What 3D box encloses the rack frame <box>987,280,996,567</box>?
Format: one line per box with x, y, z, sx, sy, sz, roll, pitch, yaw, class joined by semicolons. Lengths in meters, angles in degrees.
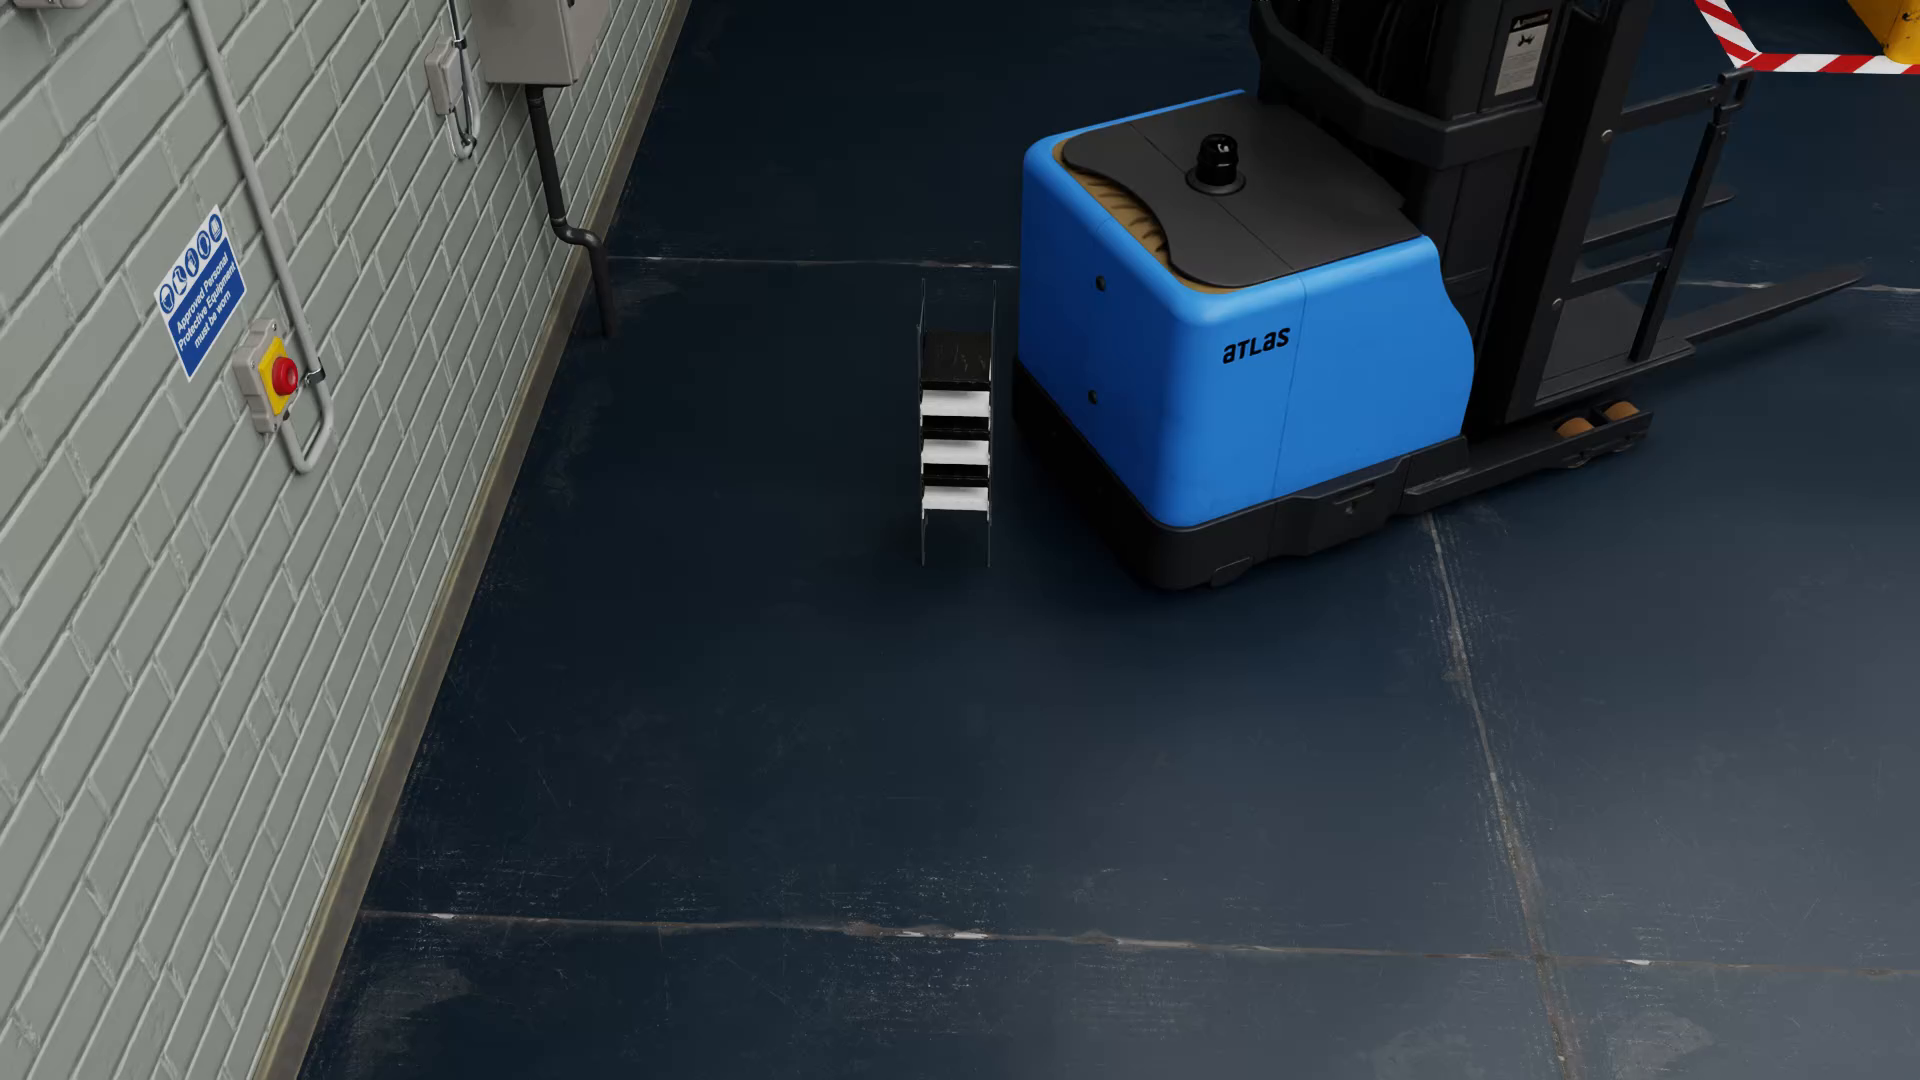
0.093;-0.326;4.940;0.006;0.900;0.240;2;43;2;rack frame

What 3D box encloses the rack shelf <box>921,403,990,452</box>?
-0.008;-0.371;4.905;0.200;0.077;0.258;2;43;2;rack shelf

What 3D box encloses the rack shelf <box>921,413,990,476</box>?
-0.008;-0.305;4.966;0.200;0.077;0.258;2;43;2;rack shelf

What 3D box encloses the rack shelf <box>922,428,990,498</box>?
-0.008;-0.239;5.028;0.200;0.077;0.258;2;43;2;rack shelf

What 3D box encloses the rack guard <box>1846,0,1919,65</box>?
4.448;-2.744;7.829;0.348;0.500;1.175;2;43;2;rack guard

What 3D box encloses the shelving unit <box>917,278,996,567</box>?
-0.008;-0.330;4.944;0.210;0.900;0.258;2;43;2;shelving unit

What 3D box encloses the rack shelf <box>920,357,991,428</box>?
-0.008;-0.437;4.844;0.200;0.077;0.258;2;43;2;rack shelf

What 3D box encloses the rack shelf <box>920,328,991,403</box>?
-0.008;-0.503;4.782;0.200;0.077;0.258;2;43;2;rack shelf

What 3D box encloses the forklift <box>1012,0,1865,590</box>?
1.730;-1.617;4.836;3.031;2.935;1.130;-18;46;-19;forklift

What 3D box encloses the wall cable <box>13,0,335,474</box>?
-1.482;-0.822;3.163;0.123;1.953;0.585;2;43;2;wall cable

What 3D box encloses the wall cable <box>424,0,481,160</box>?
-1.430;-1.776;4.211;0.122;1.984;0.588;2;43;2;wall cable

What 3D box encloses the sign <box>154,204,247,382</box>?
-1.545;-0.506;3.395;0.001;0.218;0.327;2;43;2;sign

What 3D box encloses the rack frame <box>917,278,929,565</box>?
-0.110;-0.333;4.947;0.006;0.900;0.240;2;43;2;rack frame

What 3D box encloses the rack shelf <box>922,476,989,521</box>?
-0.008;-0.173;5.089;0.200;0.077;0.258;2;43;2;rack shelf

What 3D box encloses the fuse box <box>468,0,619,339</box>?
-1.242;-1.393;5.490;0.414;1.711;0.539;2;43;2;fuse box
